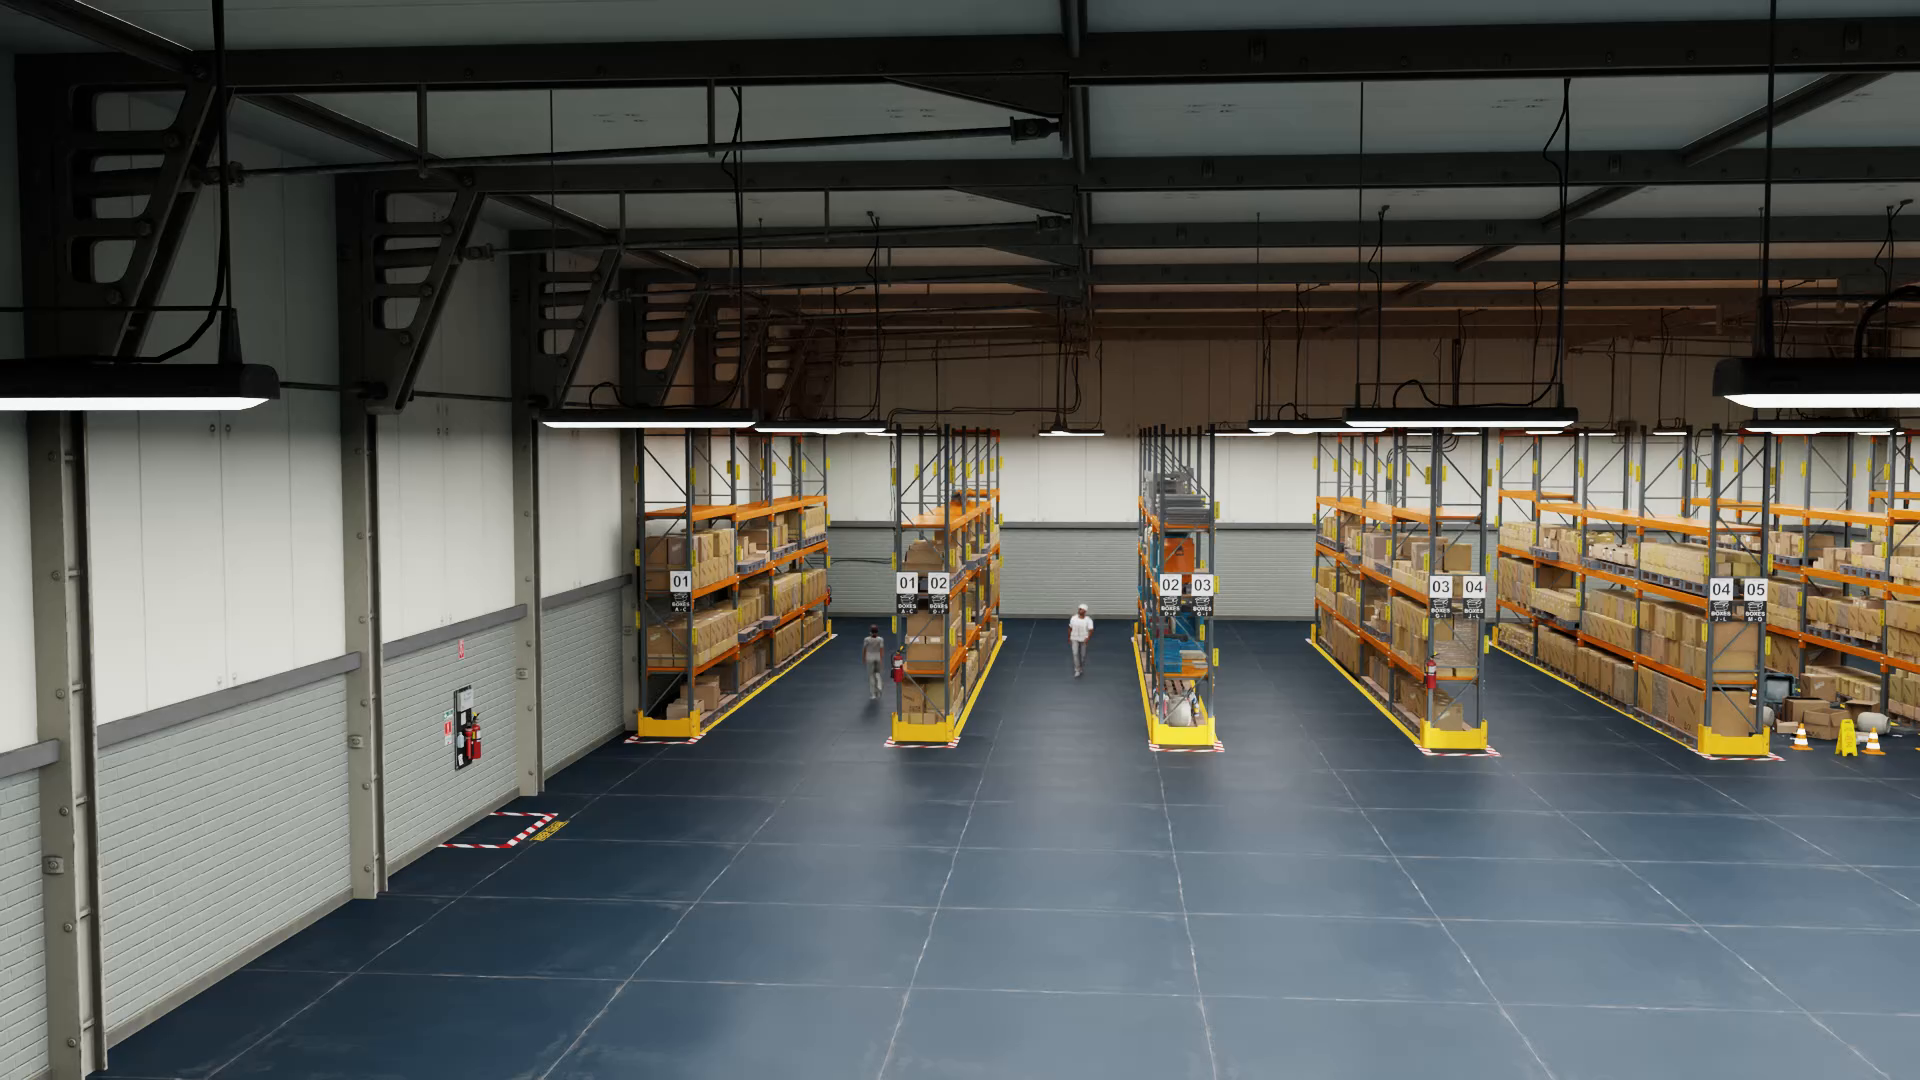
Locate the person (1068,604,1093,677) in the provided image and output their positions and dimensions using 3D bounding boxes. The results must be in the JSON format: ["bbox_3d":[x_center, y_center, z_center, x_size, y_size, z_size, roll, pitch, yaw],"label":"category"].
[{"bbox_3d":[2.898,2.399,40.030,0.602,1.699,0.970,0,3,2],"label":"person"}]

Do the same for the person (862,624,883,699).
[{"bbox_3d":[-1.914,2.658,36.473,0.456,1.658,0.500,-2,4,-29],"label":"person"}]

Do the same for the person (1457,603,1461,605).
[{"bbox_3d":[14.838,1.837,49.711,0.931,1.680,0.556,0,4,-8],"label":"person"}]
